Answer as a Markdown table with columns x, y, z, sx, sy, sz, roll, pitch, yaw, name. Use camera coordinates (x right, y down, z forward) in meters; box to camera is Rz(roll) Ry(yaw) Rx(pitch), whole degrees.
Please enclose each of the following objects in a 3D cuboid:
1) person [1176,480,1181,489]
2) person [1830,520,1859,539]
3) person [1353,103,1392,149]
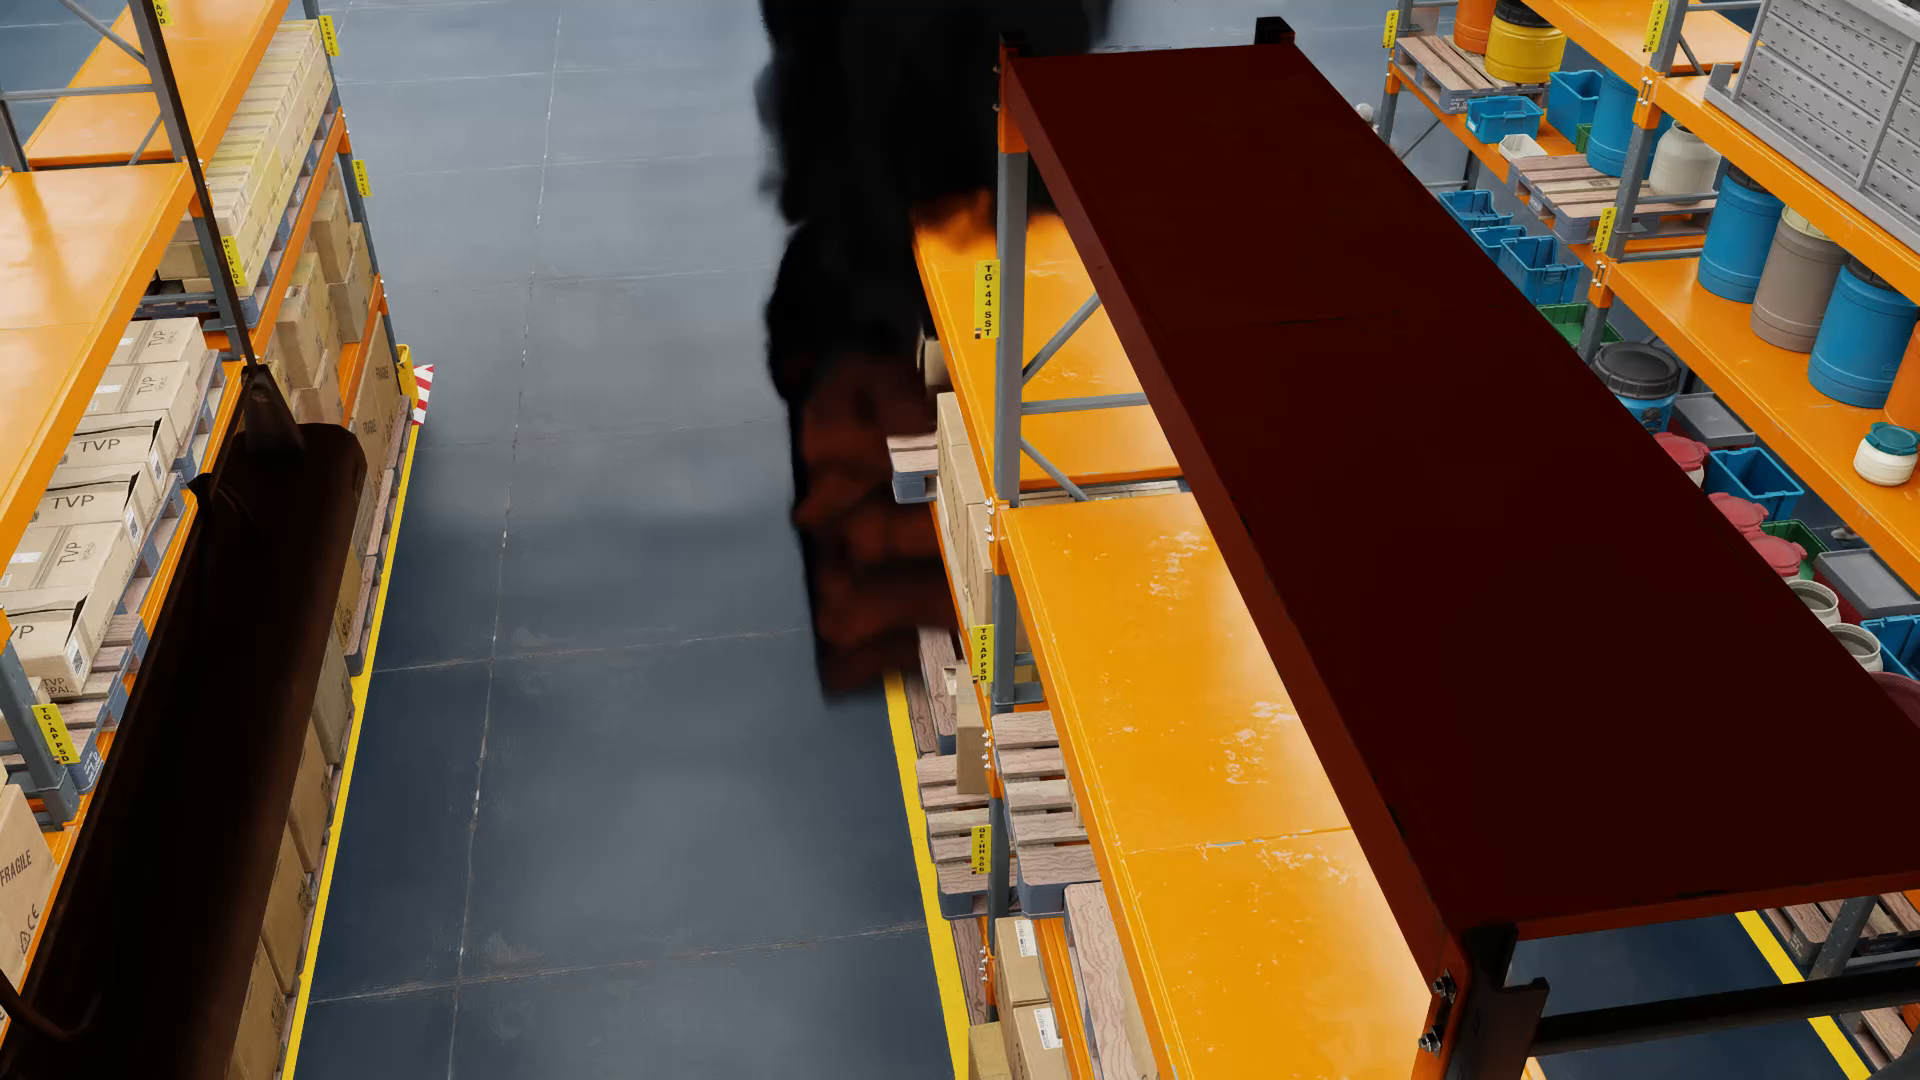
| x | y | z | sx | sy | sz | roll | pitch | yaw | name |
| --- | --- | --- | --- | --- | --- | --- | --- | --- | --- |
| 1.578 | -0.707 | 12.414 | 0.700 | 1.804 | 0.920 | -11 | 38 | -14 | person |
| 7.126 | -0.440 | 12.674 | 0.545 | 1.708 | 0.990 | -8 | 37 | -10 | person |
| 4.079 | -3.655 | 17.054 | 0.753 | 1.677 | 0.568 | 17 | 40 | 22 | person |
